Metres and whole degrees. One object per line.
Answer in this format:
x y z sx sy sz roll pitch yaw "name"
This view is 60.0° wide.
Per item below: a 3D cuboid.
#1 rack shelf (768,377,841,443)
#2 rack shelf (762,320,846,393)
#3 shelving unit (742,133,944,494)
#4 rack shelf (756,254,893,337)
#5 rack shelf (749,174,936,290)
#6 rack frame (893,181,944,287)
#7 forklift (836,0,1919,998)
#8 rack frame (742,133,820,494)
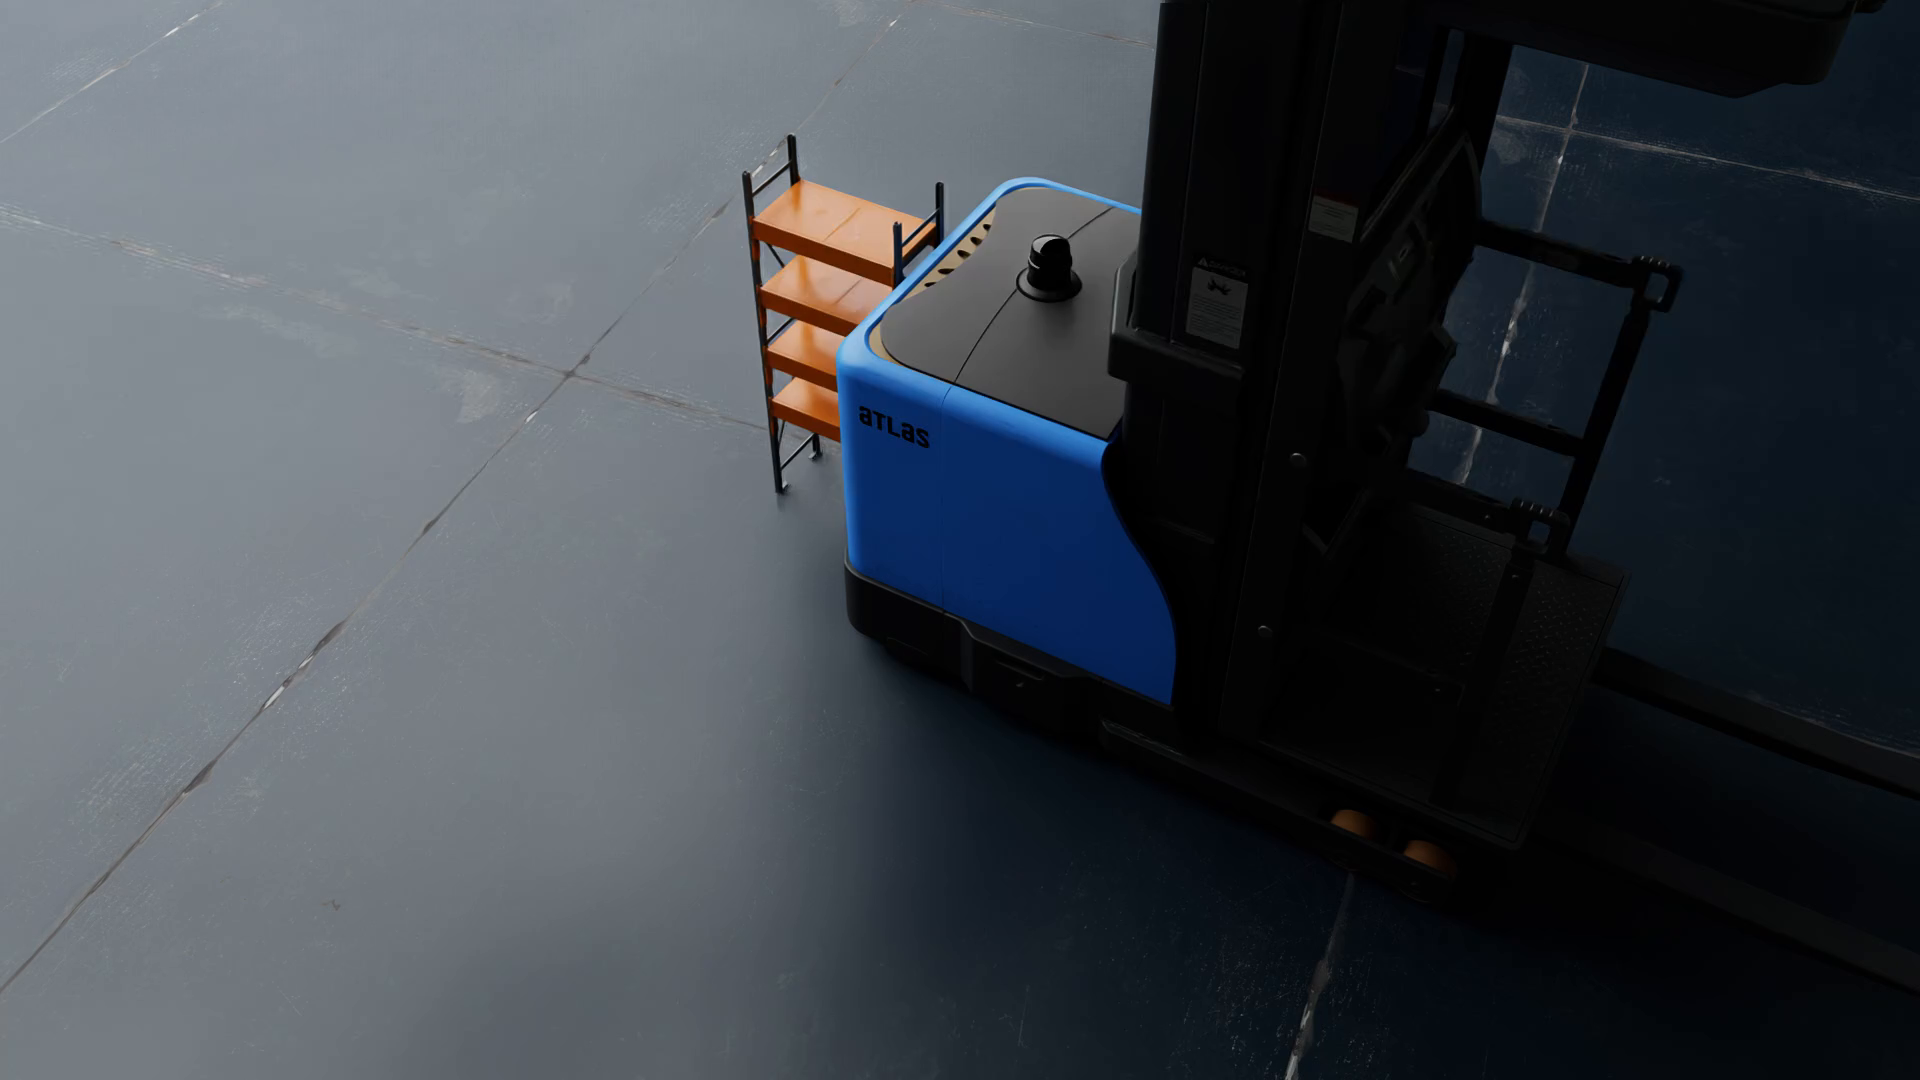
-0.322 -0.376 5.154 0.480 0.148 0.258 22 49 21 "rack shelf"
-0.322 -0.517 5.014 0.480 0.148 0.258 22 49 21 "rack shelf"
-0.322 -0.564 4.967 0.503 1.200 0.258 22 49 21 "shelving unit"
-0.322 -0.675 4.856 0.480 0.148 0.258 22 49 21 "rack shelf"
-0.322 -0.843 4.689 0.480 0.148 0.258 22 49 21 "rack shelf"
-0.111 -0.478 4.879 0.015 1.200 0.240 22 49 21 "rack frame"
1.200 -0.534 3.709 3.031 2.935 1.130 22 49 21 "forklift"
-0.533 -0.651 5.054 0.015 1.200 0.240 22 49 21 "rack frame"
